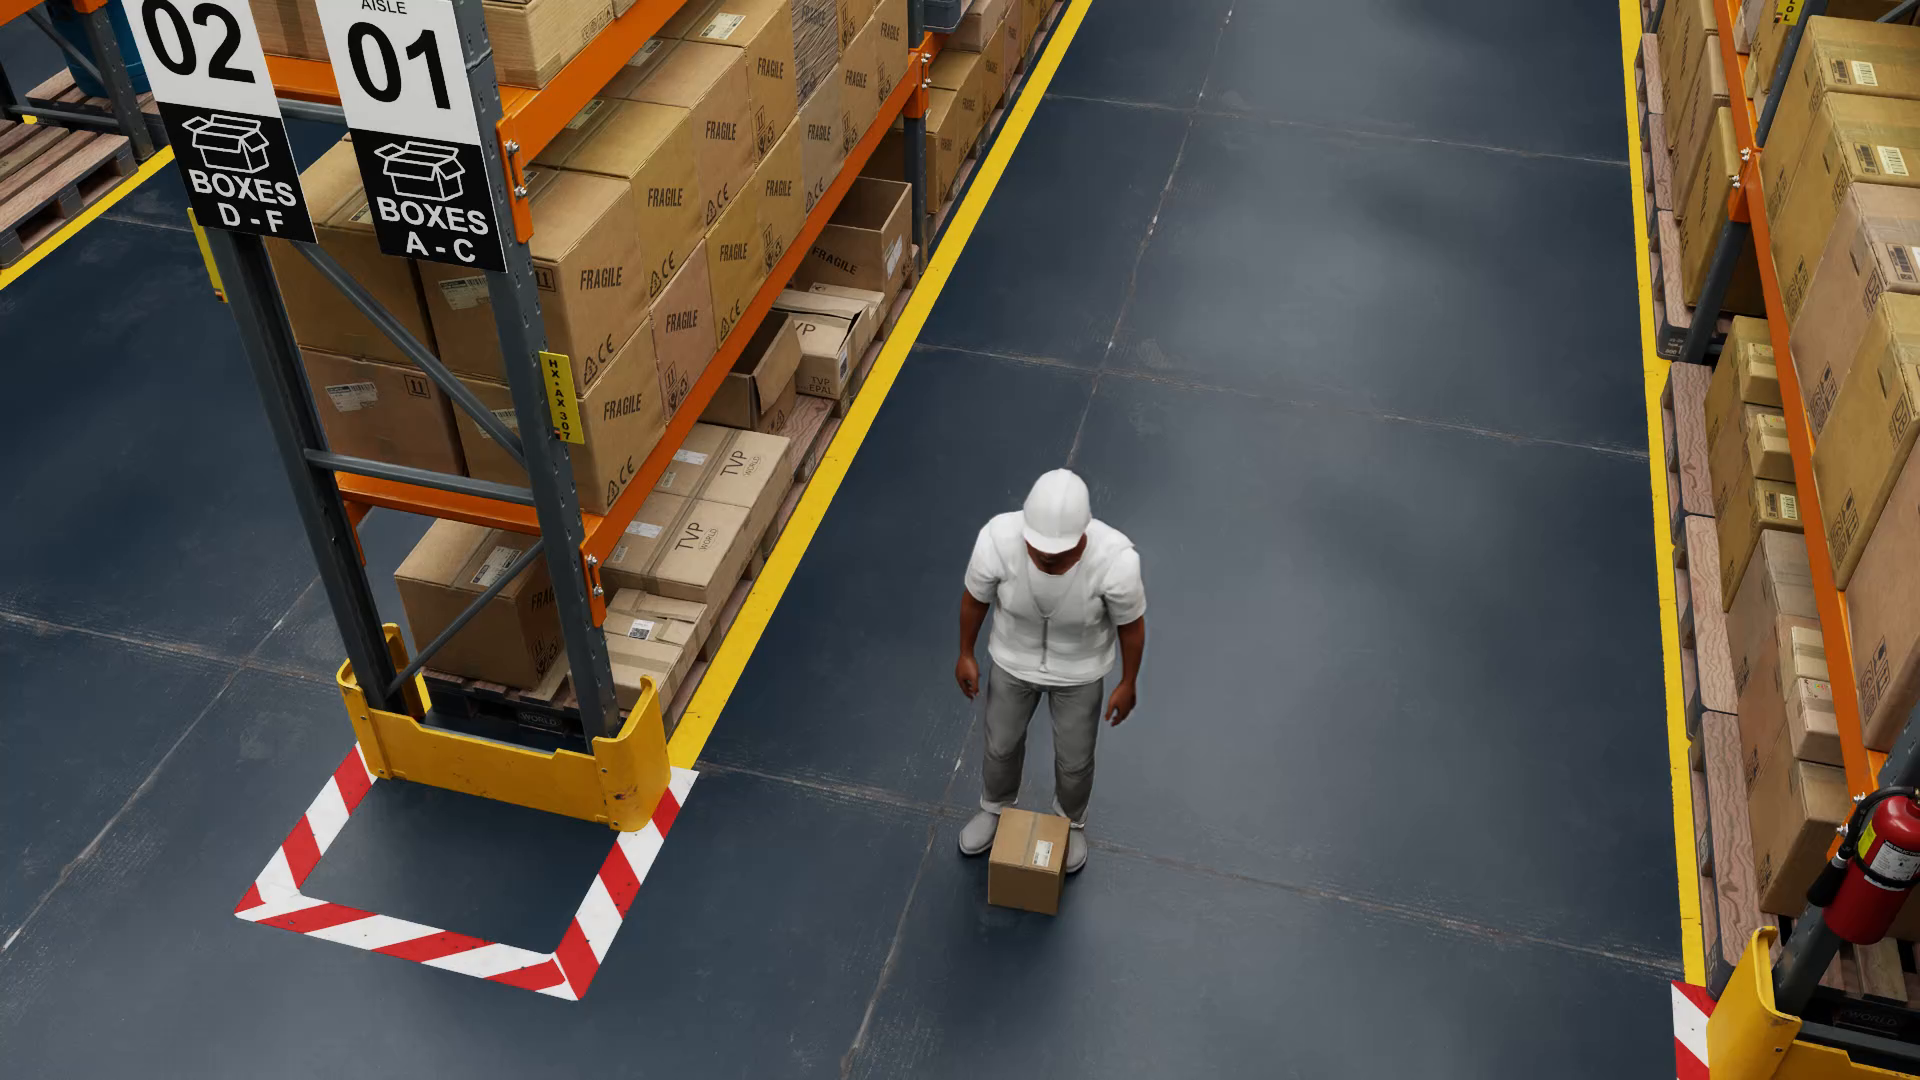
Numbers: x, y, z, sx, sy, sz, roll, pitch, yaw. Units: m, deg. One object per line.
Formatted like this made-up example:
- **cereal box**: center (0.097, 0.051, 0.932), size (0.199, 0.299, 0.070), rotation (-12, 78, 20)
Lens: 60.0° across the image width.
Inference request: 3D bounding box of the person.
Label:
- **person**: center (0.294, 0.439, 5.635), size (0.630, 1.761, 0.462), rotation (10, 42, 11)
